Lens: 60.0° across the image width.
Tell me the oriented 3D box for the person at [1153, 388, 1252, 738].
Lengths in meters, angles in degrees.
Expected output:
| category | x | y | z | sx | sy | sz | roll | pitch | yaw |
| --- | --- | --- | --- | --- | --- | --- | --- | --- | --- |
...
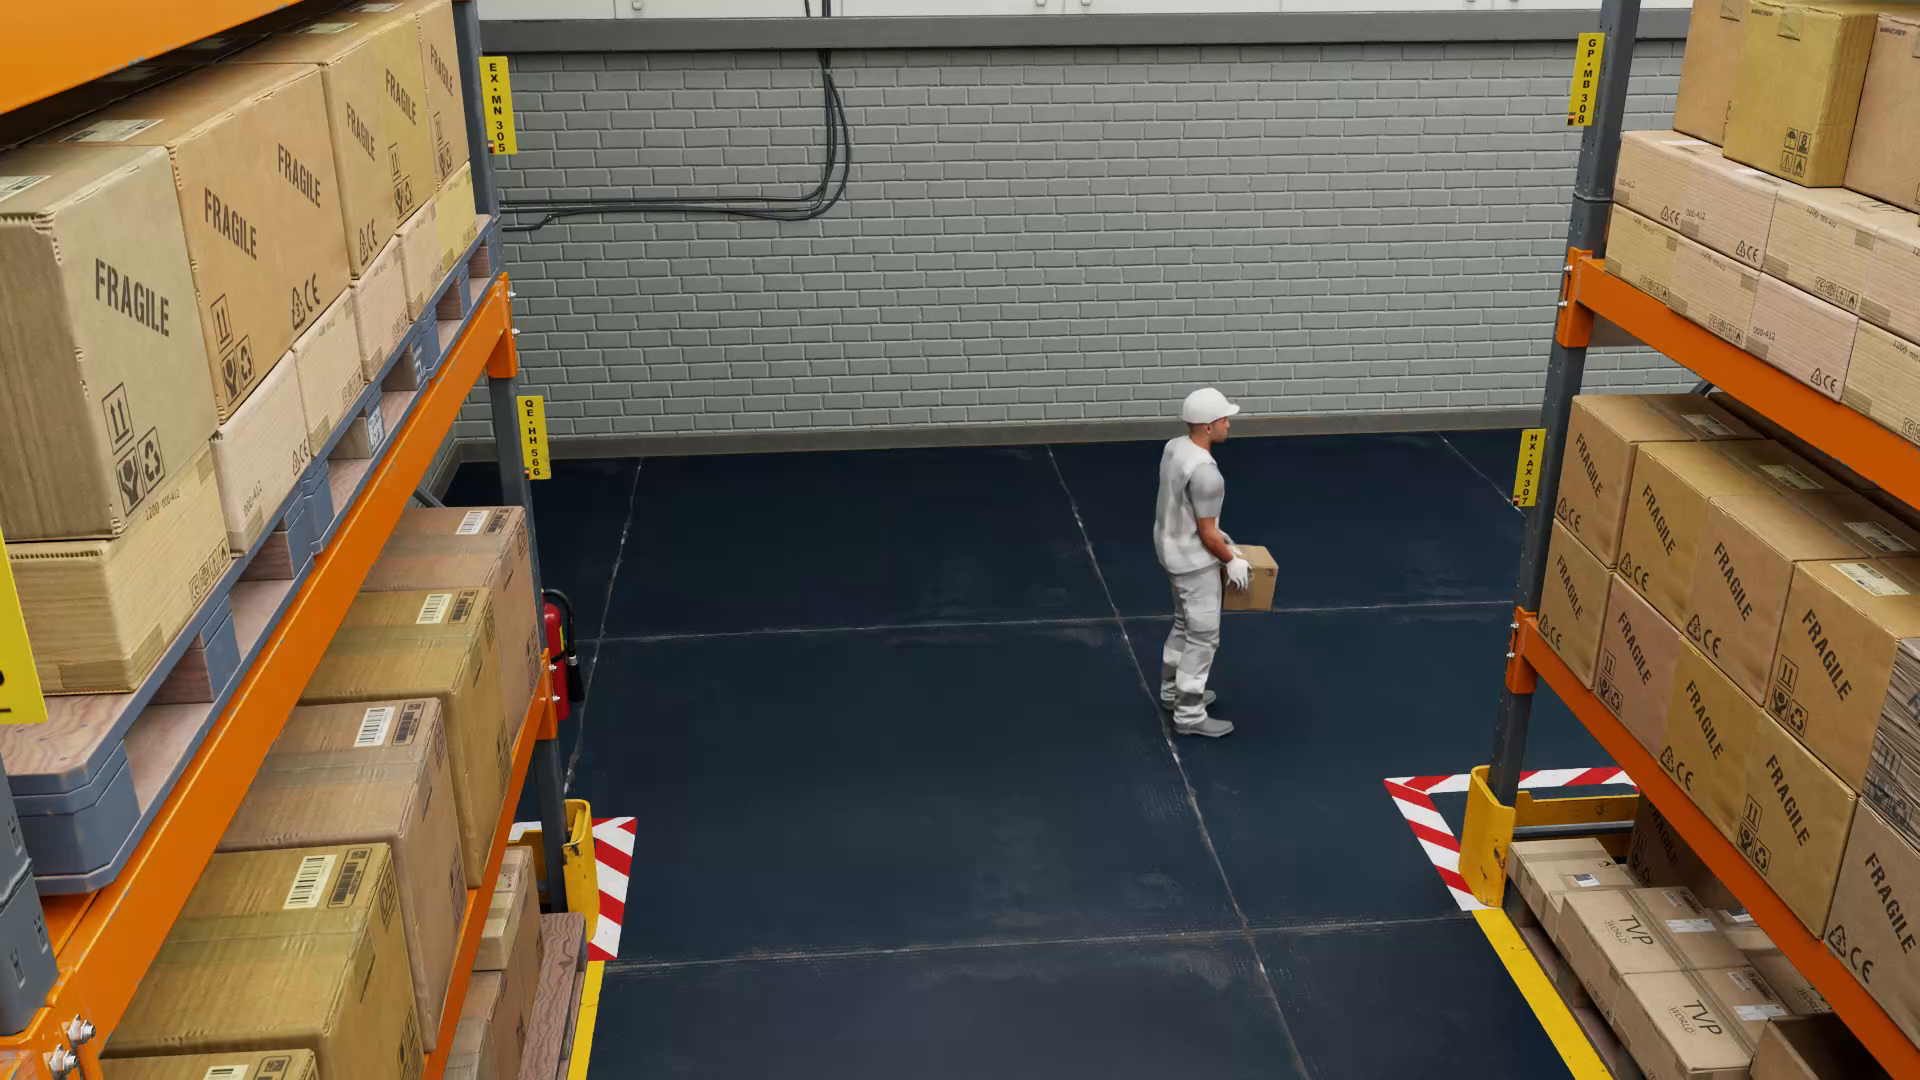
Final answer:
| category | x | y | z | sx | sy | sz | roll | pitch | yaw |
| --- | --- | --- | --- | --- | --- | --- | --- | --- | --- |
| person | 1.204 | 0.098 | 8.341 | 0.449 | 1.791 | 0.537 | -3 | 24 | -6 |
